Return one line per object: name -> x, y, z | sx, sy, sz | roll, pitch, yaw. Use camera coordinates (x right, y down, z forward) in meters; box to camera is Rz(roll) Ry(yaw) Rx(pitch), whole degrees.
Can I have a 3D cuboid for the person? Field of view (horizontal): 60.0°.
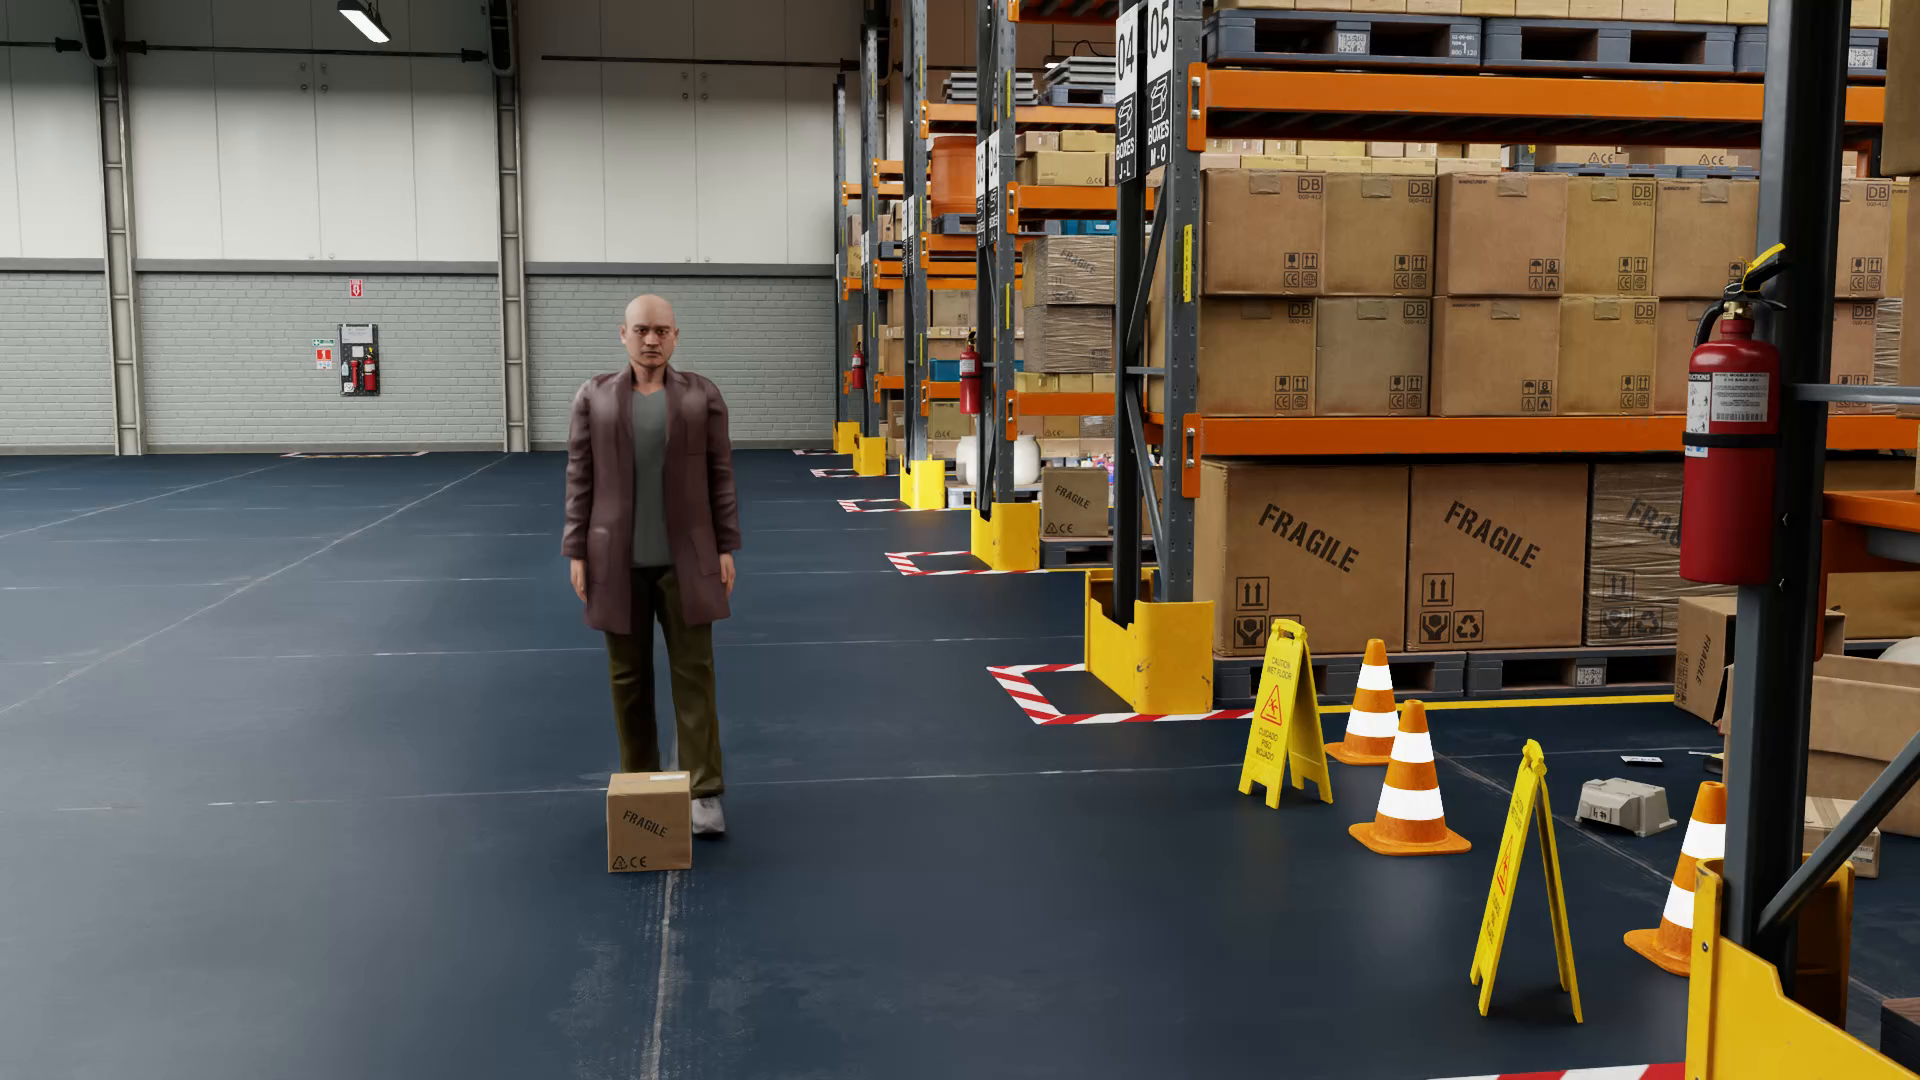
person -> -1.036, 0.172, 5.596 | 0.611, 1.581, 0.544 | -1, 6, -9
